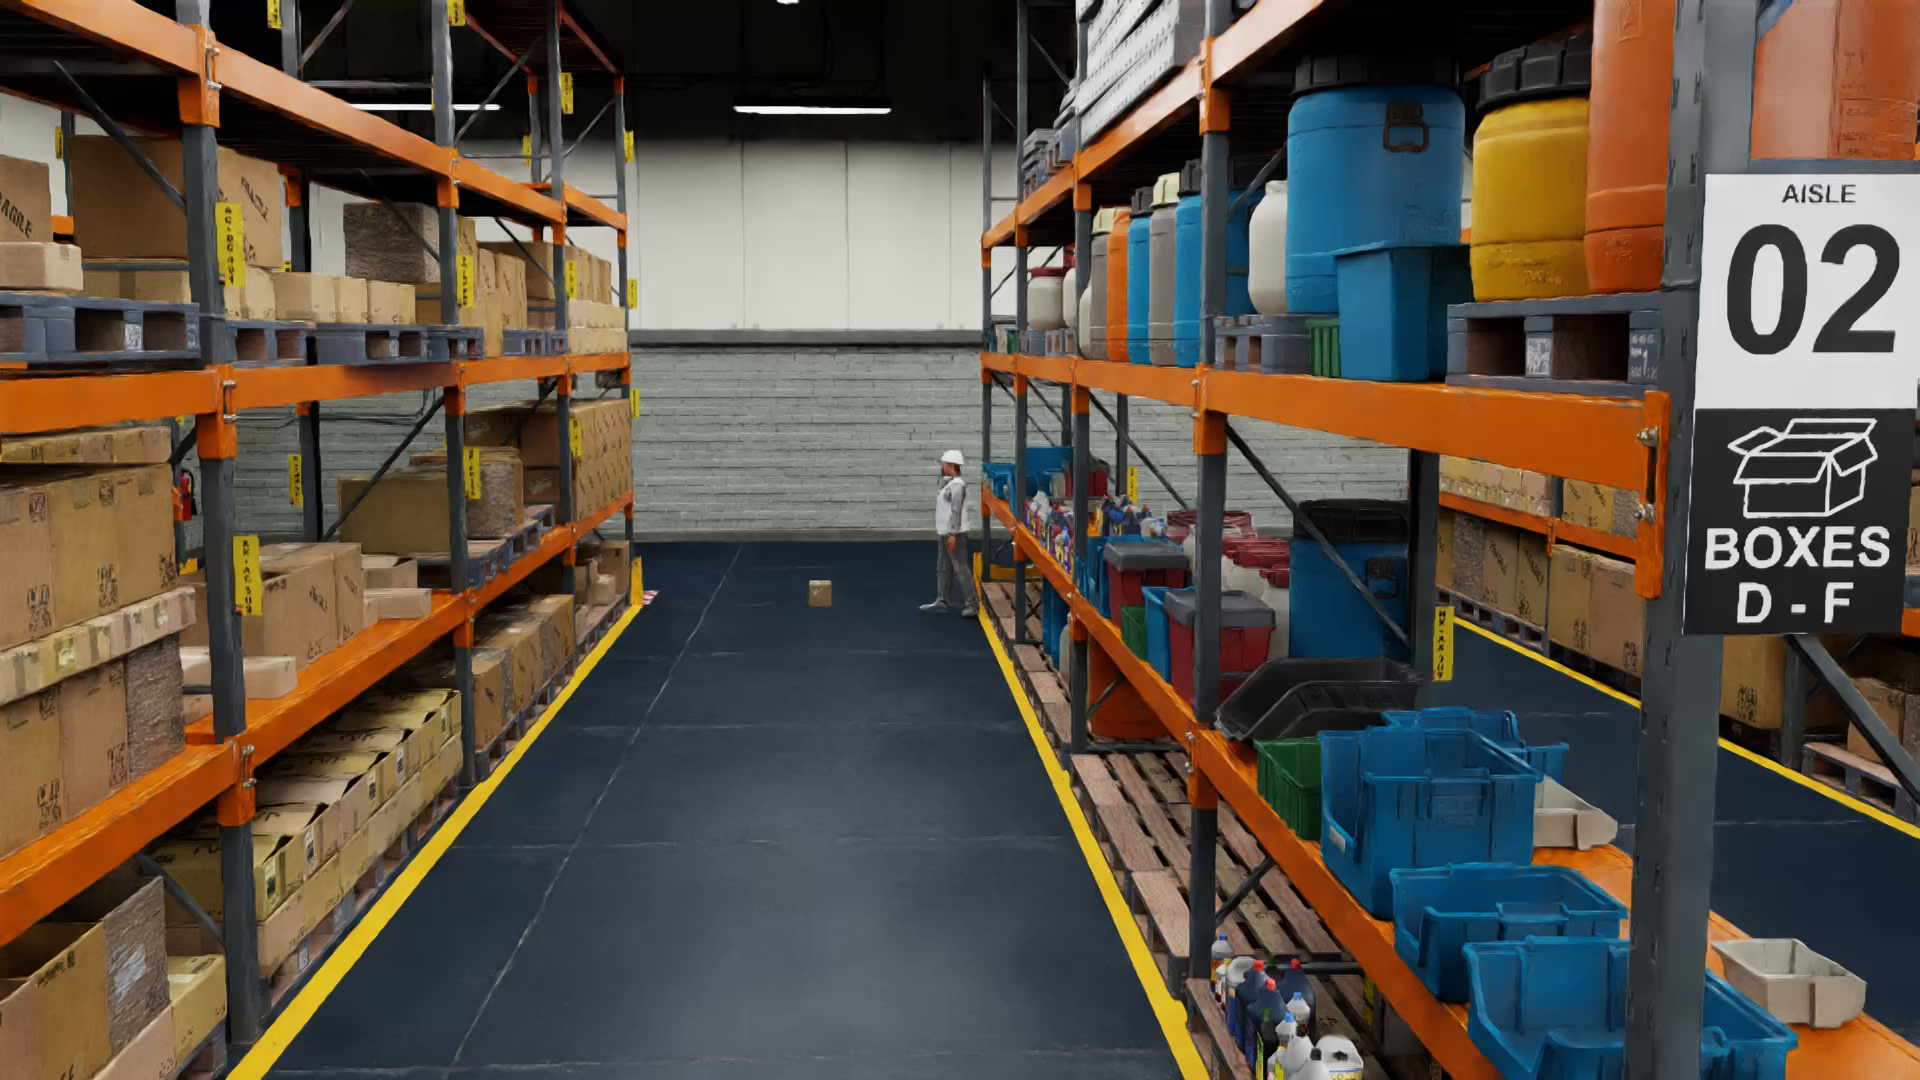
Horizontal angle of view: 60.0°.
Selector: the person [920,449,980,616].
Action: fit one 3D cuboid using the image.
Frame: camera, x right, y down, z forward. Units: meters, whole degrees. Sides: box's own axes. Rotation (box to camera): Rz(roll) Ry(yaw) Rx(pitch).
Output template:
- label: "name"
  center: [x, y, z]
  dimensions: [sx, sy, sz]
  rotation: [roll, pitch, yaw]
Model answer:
- label: "person"
  center: [-0.110, -0.086, 17.840]
  dimensions: [0.615, 1.774, 0.727]
  rotation: [-1, 7, -8]
